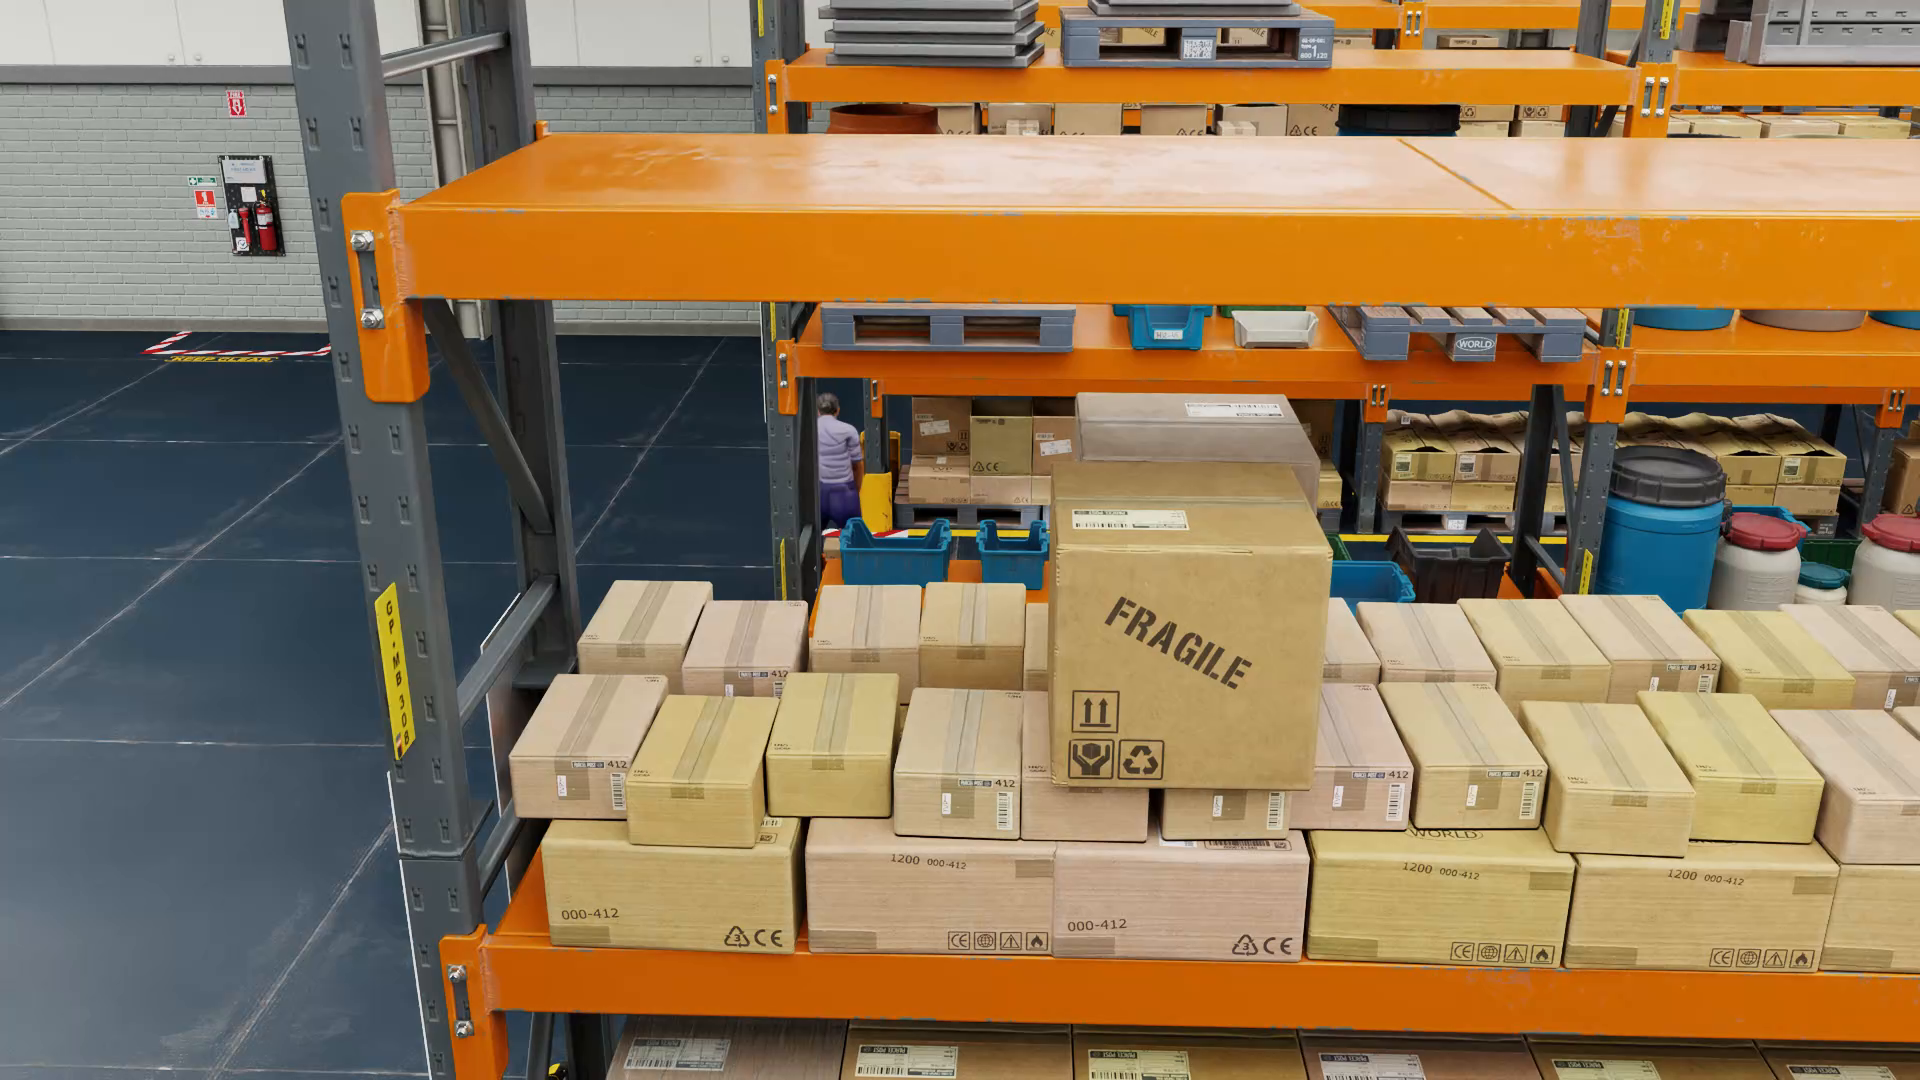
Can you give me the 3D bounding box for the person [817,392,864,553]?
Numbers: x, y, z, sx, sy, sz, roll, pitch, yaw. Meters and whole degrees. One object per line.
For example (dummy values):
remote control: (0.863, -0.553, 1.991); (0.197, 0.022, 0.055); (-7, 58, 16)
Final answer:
person: (-0.953, -0.284, 12.032); (0.519, 1.529, 0.507); (1, 21, 3)
